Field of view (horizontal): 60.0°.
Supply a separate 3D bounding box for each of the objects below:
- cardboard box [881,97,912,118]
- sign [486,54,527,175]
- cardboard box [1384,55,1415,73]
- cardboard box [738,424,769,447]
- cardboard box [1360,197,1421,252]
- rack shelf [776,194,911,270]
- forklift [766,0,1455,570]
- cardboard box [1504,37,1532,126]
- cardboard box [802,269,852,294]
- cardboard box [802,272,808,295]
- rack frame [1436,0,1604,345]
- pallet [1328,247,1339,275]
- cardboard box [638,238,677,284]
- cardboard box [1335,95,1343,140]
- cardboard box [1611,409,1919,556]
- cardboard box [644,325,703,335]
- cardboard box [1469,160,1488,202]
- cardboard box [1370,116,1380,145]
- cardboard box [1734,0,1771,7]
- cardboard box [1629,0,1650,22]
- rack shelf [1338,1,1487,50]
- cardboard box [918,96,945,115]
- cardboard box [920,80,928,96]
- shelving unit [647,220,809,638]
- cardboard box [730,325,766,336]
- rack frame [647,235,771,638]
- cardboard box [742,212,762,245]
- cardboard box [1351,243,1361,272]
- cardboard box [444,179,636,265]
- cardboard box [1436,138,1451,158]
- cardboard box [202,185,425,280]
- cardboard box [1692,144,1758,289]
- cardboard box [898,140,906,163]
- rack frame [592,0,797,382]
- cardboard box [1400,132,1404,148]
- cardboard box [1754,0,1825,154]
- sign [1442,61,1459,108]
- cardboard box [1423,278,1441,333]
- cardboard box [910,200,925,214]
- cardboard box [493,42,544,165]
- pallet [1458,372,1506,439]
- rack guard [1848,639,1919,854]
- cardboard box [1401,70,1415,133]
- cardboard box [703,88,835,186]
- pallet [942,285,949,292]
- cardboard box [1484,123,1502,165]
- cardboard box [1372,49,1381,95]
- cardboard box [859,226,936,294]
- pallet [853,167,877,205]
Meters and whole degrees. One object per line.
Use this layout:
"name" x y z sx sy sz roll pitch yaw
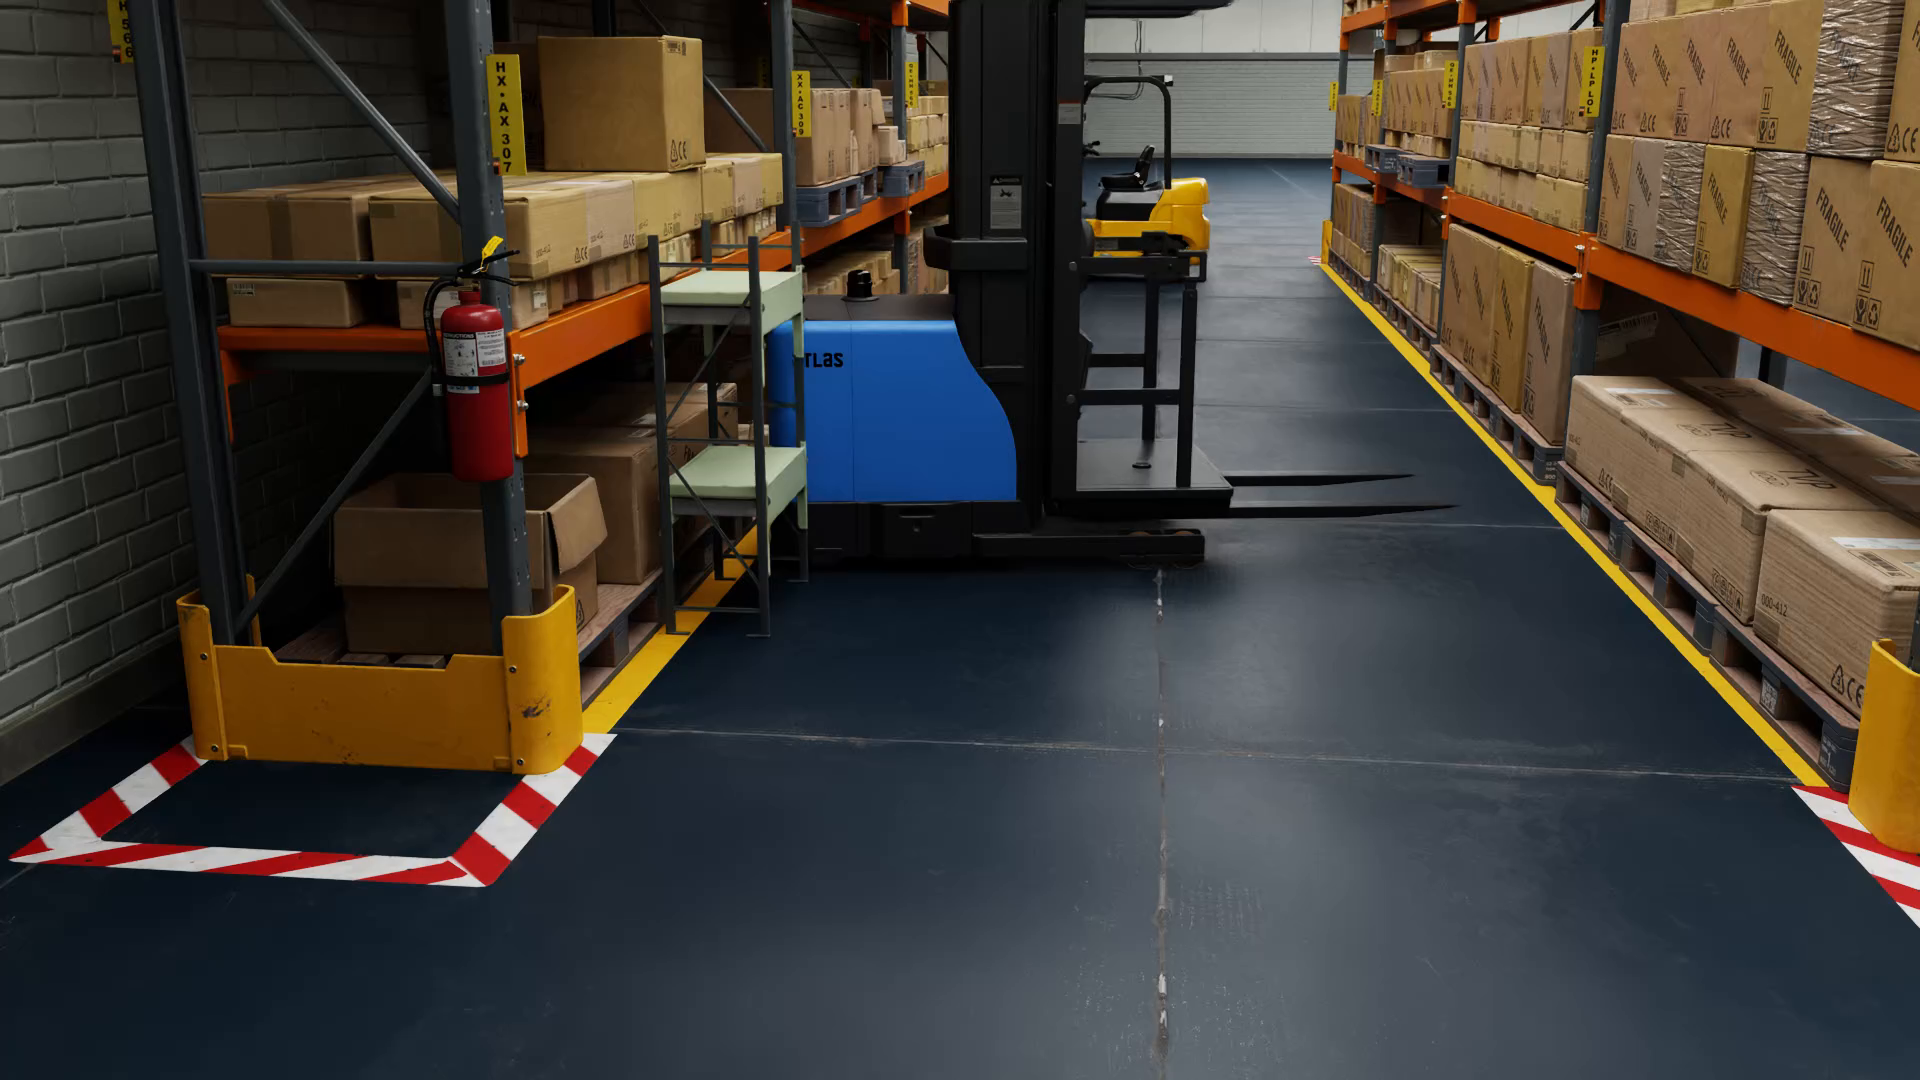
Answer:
"cardboard box" -0.571 -3.287 12.638 0.380 0.149 0.250 2 15 8
"sign" -1.263 -1.179 4.616 0.100 0.325 0.005 2 15 6
"cardboard box" 4.080 -4.340 15.157 0.380 0.149 0.250 2 15 6
"cardboard box" -1.122 -0.488 8.376 0.380 0.149 0.250 1 15 5
"cardboard box" 4.284 -3.143 16.564 0.500 0.500 0.500 1 15 5
"rack shelf" -1.125 -1.986 10.637 1.077 0.370 4.000 2 15 6
"forklift" 0.672 -1.422 7.307 3.031 2.935 1.130 -1 15 -2
"cardboard box" 3.554 -2.723 9.880 0.500 0.500 0.500 2 15 7
"cardboard box" -0.881 -1.682 10.878 0.380 0.149 0.250 1 15 4
"cardboard box" -1.064 -1.421 9.342 0.380 0.149 0.250 1 15 4
"rack frame" 4.033 -2.706 11.925 1.000 3.000 0.127 2 15 6
"pallet" 4.800 -3.206 19.114 1.003 0.211 1.213 2 15 6
"cardboard box" -1.298 -1.065 6.337 0.380 0.149 0.250 1 15 5
"cardboard box" 4.607 -4.858 19.122 0.500 0.500 0.500 1 15 5
"cardboard box" 3.304 -0.243 6.918 0.875 0.438 0.875 1 15 5
"cardboard box" -1.596 -1.227 9.196 0.380 0.149 0.250 1 15 4
"cardboard box" 3.687 -2.381 11.008 0.500 0.250 0.500 1 15 5
"cardboard box" 4.287 -4.058 16.163 0.500 0.500 0.500 1 15 5
"cardboard box" 3.098 -2.044 6.126 0.380 0.149 0.250 2 15 6
"cardboard box" 3.288 -2.439 7.585 0.380 0.149 0.250 1 15 5
"rack shelf" 4.710 -5.363 17.382 1.077 0.370 4.000 2 15 6
"cardboard box" -0.334 -3.752 14.357 0.380 0.149 0.250 1 15 5
"cardboard box" -0.195 -4.539 16.698 0.380 0.149 0.250 2 15 7
"shelving unit" -0.877 -0.456 6.472 0.431 1.500 0.755 2 15 6
"cardboard box" -1.046 -1.209 9.127 0.380 0.149 0.250 2 15 9
"rack frame" -0.918 -0.361 6.121 0.400 1.500 0.023 2 15 6
"cardboard box" -1.149 -1.467 7.820 0.380 0.149 0.250 2 15 8
"cardboard box" 4.334 -2.919 17.173 0.500 0.250 0.500 1 15 5
"cardboard box" -1.427 -1.088 5.658 0.500 0.250 0.500 2 15 7
"cardboard box" 3.795 -2.952 12.508 0.380 0.149 0.250 2 15 7
"cardboard box" -2.014 -0.975 5.239 0.500 0.250 0.500 2 15 8
"cardboard box" 3.087 -1.210 6.201 0.500 0.500 0.500 2 15 8
"cardboard box" -0.592 -2.751 11.768 0.380 0.149 0.250 2 15 7
"rack frame" -1.351 -1.814 8.625 1.000 3.000 0.127 2 15 6
"cardboard box" 4.044 -3.486 14.483 0.380 0.149 0.250 2 15 7
"cardboard box" 3.037 -1.559 5.574 0.500 0.500 0.500 2 15 6
"sign" 3.493 -3.241 11.834 0.100 0.325 0.005 2 15 6
"cardboard box" 4.107 -1.787 12.754 0.950 0.372 0.625 1 15 2
"cardboard box" -0.585 -3.380 16.965 0.500 0.250 0.500 2 15 7
"cardboard box" -1.783 -1.869 7.108 0.500 0.500 0.500 1 15 5
"pallet" 3.729 -0.843 10.374 1.003 0.211 1.213 2 15 6
"rack guard" 3.128 0.581 4.554 1.175 0.500 0.348 2 15 6
"cardboard box" 3.974 -3.634 13.789 0.500 0.500 0.500 1 15 4
"cardboard box" -1.074 -2.184 8.997 0.700 0.500 0.500 2 15 8
"pallet" -0.492 -2.351 15.951 1.003 0.211 1.213 2 15 6
"cardboard box" 3.602 -2.488 10.447 0.500 0.250 0.500 2 15 6
"cardboard box" 5.095 -5.317 18.902 0.700 0.500 0.500 1 15 5
"cardboard box" -0.674 -2.414 14.587 0.875 0.625 0.625 1 15 4
"pallet" -1.114 -2.255 10.621 1.003 0.211 1.213 2 15 6
